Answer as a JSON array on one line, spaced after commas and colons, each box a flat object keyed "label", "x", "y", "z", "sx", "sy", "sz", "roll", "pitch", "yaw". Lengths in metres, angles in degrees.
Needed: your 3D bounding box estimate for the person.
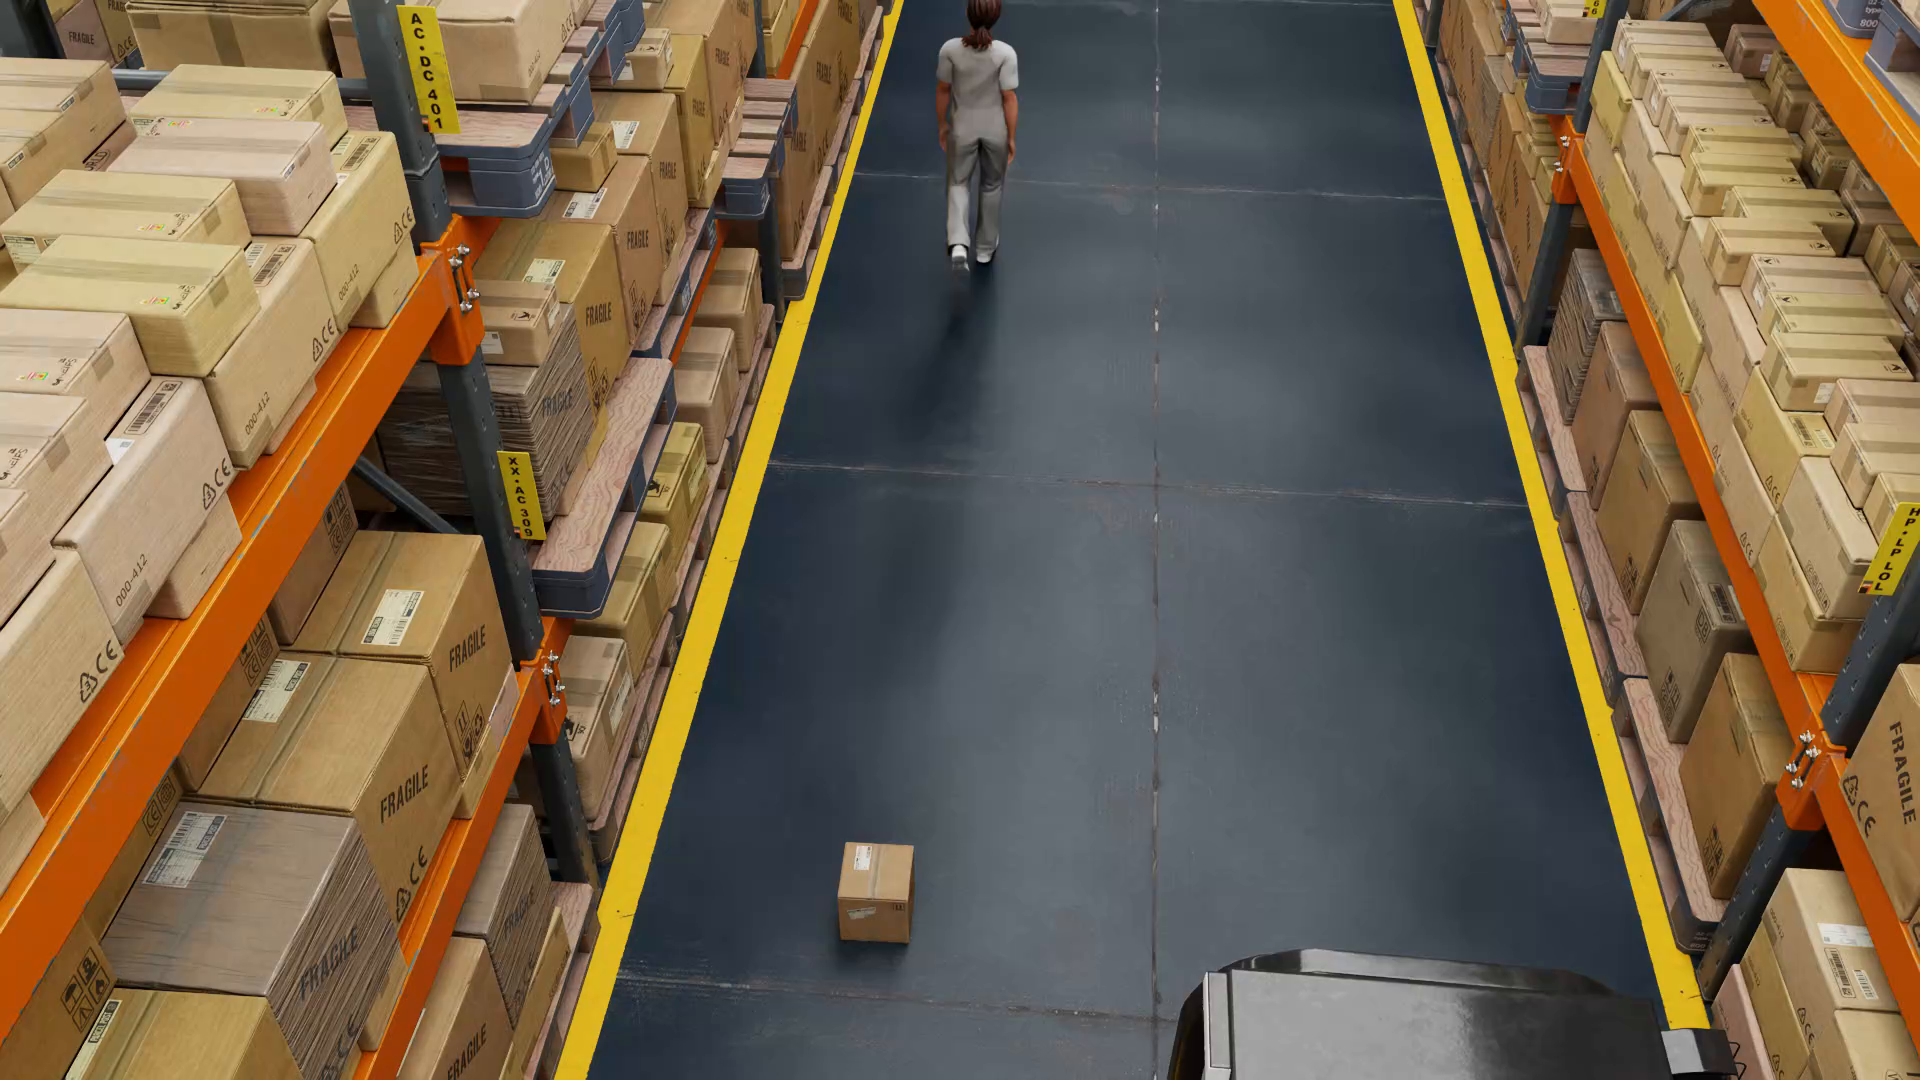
[{"label": "person", "x": 0.089, "y": -2.185, "z": 9.019, "sx": 0.450, "sy": 1.646, "sz": 0.741, "roll": 4, "pitch": 40, "yaw": 5}]
